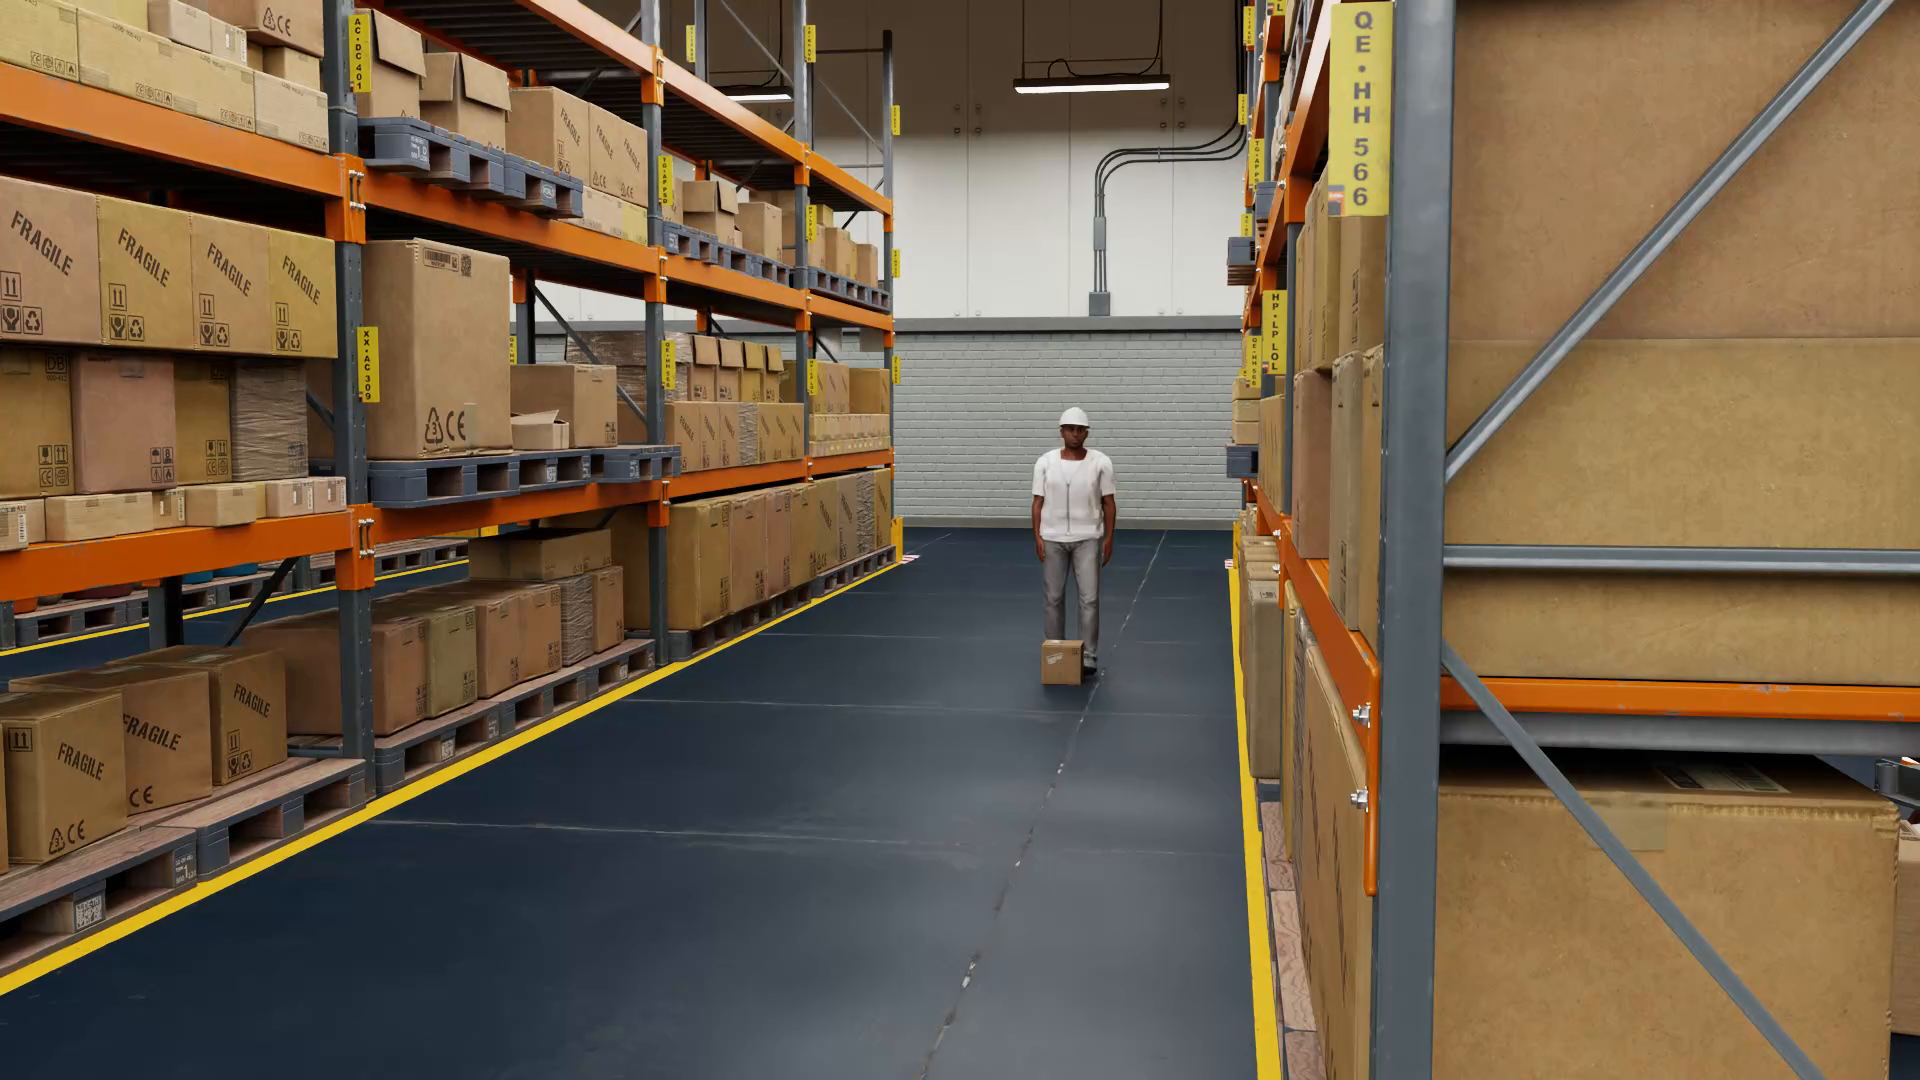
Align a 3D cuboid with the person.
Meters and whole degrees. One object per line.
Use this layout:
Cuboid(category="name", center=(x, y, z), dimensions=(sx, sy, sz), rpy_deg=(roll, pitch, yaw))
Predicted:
Cuboid(category="person", center=(0.750, 0.002, 11.053), dimensions=(0.563, 1.765, 0.398), rpy_deg=(1, 5, 10))
